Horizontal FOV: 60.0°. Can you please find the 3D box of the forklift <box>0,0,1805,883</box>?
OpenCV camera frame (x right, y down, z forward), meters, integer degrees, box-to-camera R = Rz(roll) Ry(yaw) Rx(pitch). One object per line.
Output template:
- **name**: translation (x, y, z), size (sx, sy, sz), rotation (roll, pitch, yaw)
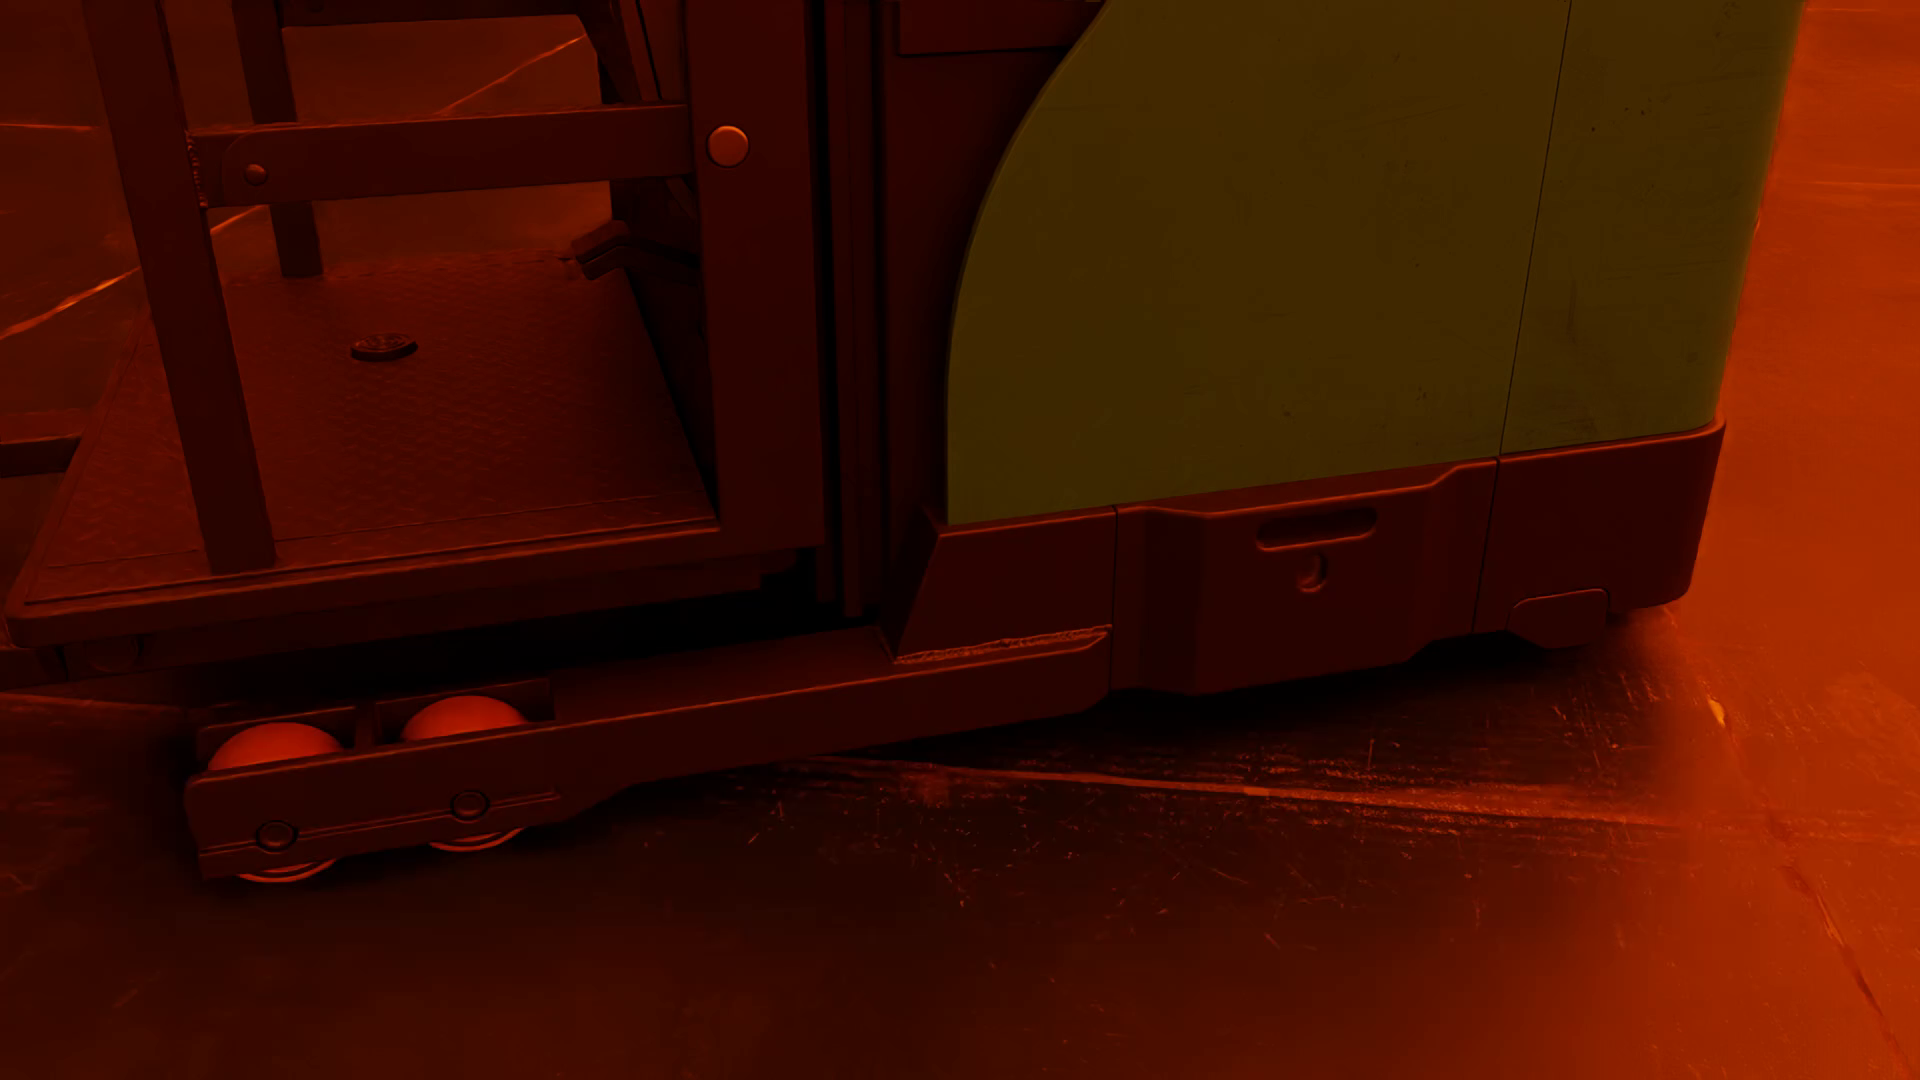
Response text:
- **forklift**: translation (-0.592, -1.210, 1.642), size (3.031, 2.935, 1.130), rotation (-7, 27, -14)
